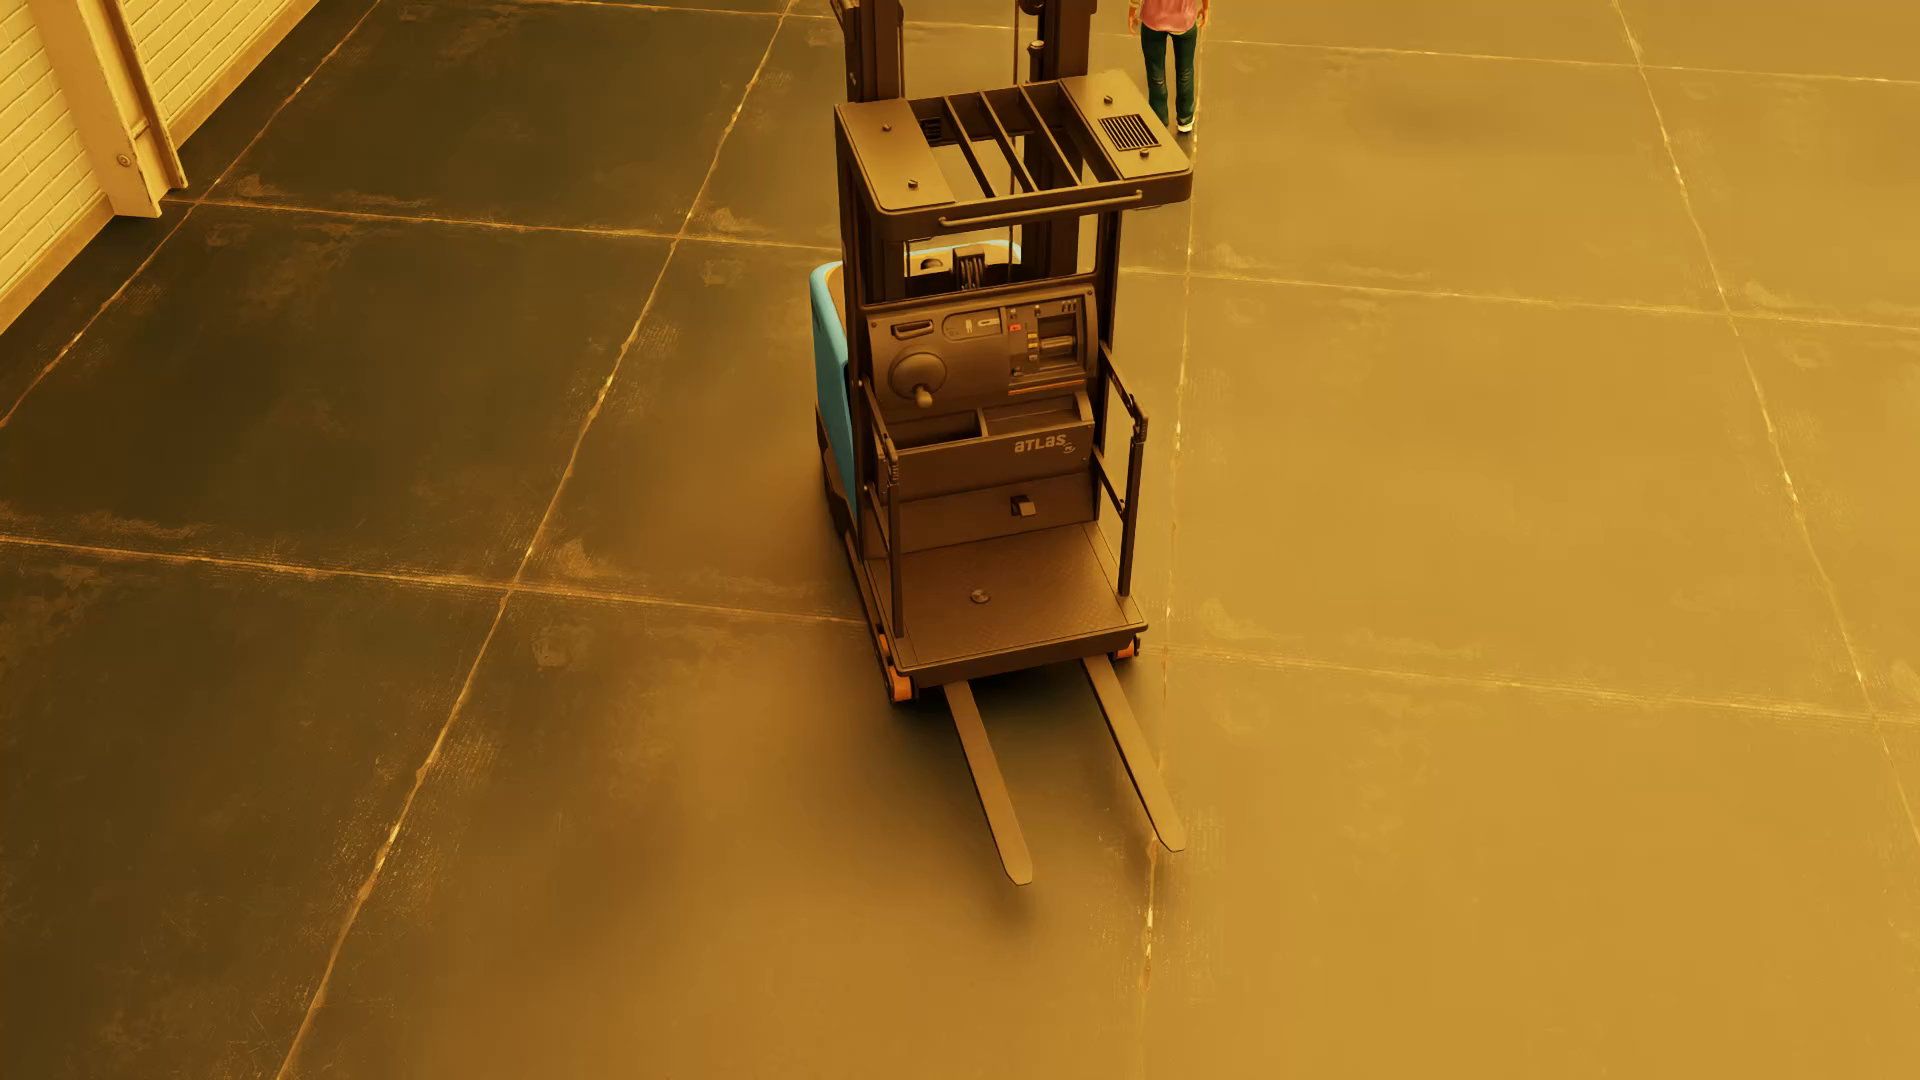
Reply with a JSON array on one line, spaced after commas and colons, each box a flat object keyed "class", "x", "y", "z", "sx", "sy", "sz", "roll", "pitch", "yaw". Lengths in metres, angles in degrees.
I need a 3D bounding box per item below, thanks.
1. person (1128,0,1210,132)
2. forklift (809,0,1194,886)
[{"class": "person", "x": 1.279, "y": -3.220, "z": 10.204, "sx": 0.520, "sy": 1.597, "sz": 0.475, "roll": -2, "pitch": 43, "yaw": -2}, {"class": "forklift", "x": 0.153, "y": -0.681, "z": 6.465, "sx": 1.130, "sy": 2.935, "sz": 3.031, "roll": -10, "pitch": 44, "yaw": -11}]
